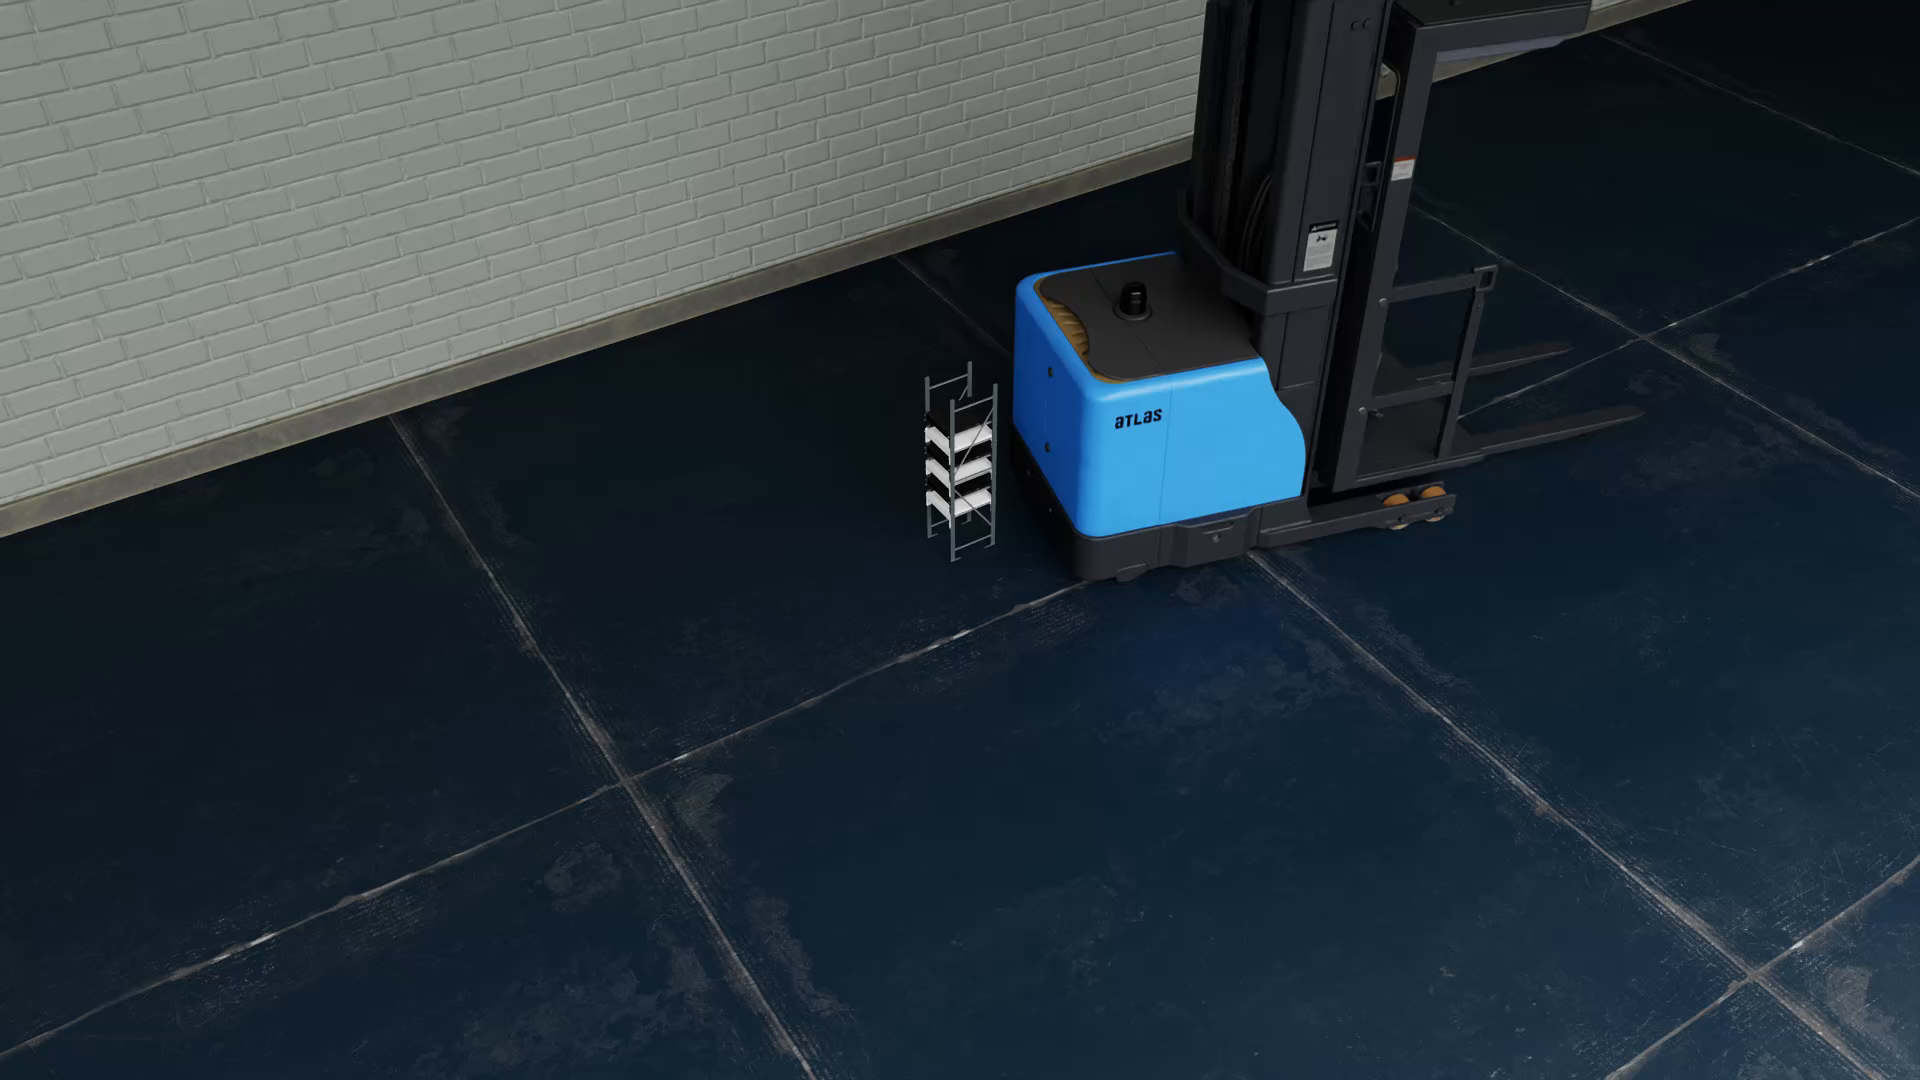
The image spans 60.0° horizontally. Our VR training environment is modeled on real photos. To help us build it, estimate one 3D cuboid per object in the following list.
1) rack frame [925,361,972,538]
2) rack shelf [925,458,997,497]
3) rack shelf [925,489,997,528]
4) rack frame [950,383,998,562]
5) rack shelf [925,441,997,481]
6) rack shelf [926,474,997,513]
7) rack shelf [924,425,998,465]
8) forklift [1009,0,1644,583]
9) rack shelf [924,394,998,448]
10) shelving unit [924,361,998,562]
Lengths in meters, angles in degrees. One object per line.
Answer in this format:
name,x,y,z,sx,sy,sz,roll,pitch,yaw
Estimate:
rack frame,-0.050,-0.396,7.523,0.240,0.900,0.006,-22,45,-24
rack shelf,0.004,-0.316,7.478,0.258,0.077,0.200,-22,45,-24
rack shelf,0.004,-0.177,7.593,0.258,0.077,0.200,-22,45,-24
rack frame,0.059,-0.286,7.391,0.240,0.900,0.006,-22,45,-24
rack shelf,0.004,-0.385,7.420,0.258,0.077,0.200,-22,45,-24
rack shelf,0.004,-0.247,7.536,0.258,0.077,0.200,-22,45,-24
rack shelf,0.004,-0.454,7.363,0.258,0.077,0.200,-22,45,-24
forklift,1.812,-1.486,7.244,3.031,2.935,1.130,-12,41,-14
rack shelf,0.004,-0.523,7.305,0.258,0.077,0.200,-22,45,-24
shelving unit,0.004,-0.341,7.457,0.258,0.900,0.210,-22,45,-24
